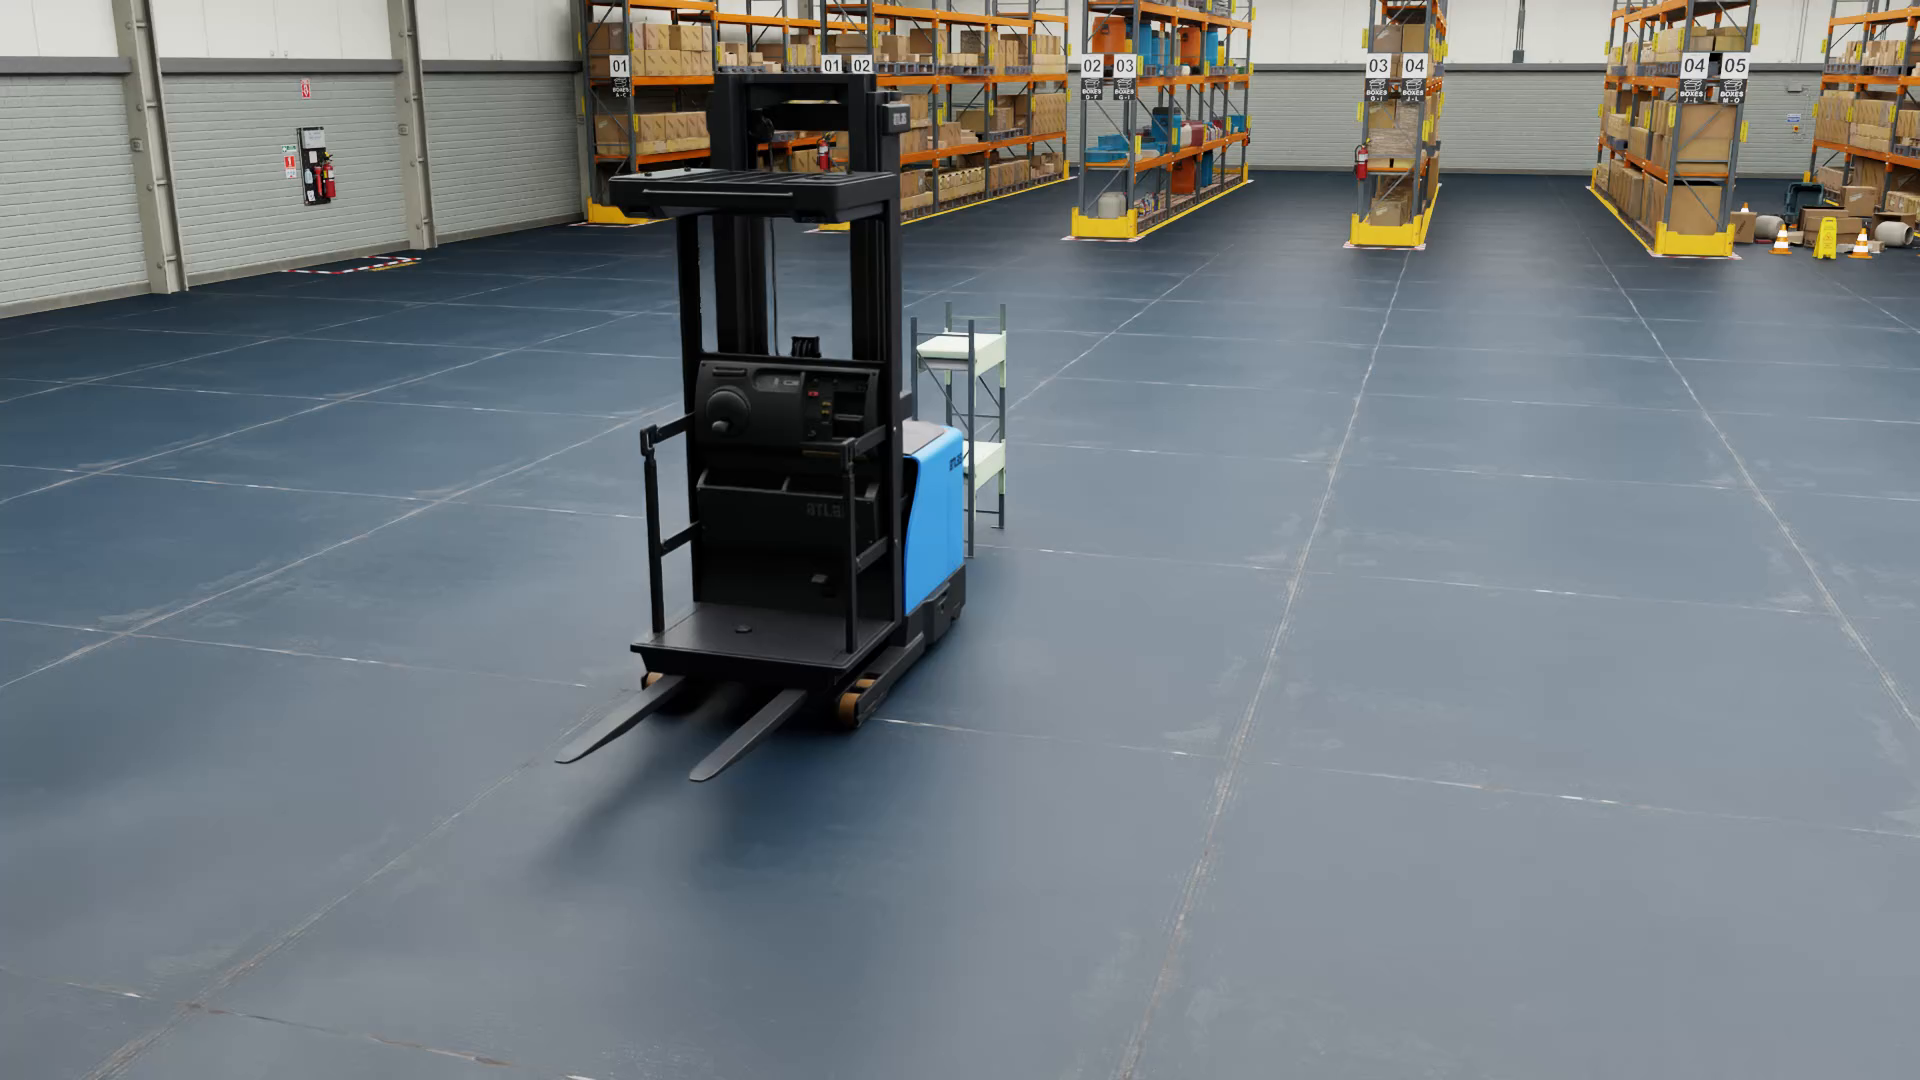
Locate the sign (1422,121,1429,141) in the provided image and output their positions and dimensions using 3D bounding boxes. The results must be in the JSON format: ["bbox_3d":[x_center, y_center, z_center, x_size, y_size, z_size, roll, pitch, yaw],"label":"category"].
[{"bbox_3d":[7.927,-6.974,28.333,0.100,0.325,0.005,5,16,16],"label":"sign"}]

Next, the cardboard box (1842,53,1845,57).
[{"bbox_3d":[21.414,-11.513,39.748,0.500,0.250,0.500,3,16,11],"label":"cardboard box"}]

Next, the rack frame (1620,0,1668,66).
[{"bbox_3d":[15.544,-12.214,37.400,1.000,3.000,0.127,5,16,16],"label":"rack frame"}]

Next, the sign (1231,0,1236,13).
[{"bbox_3d":[6.595,-12.865,40.079,0.100,0.325,0.005,5,16,16],"label":"sign"}]

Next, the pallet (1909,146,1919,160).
[{"bbox_3d":[18.658,-7.310,31.458,1.003,0.211,1.213,5,16,16],"label":"pallet"}]

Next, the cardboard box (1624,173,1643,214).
[{"bbox_3d":[13.638,-6.776,32.575,1.050,0.750,0.750,5,16,16],"label":"cardboard box"}]

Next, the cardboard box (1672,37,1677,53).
[{"bbox_3d":[12.148,-8.233,27.638,0.500,0.250,0.500,5,16,16],"label":"cardboard box"}]

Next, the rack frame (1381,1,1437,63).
[{"bbox_3d":[8.544,-10.532,31.470,1.000,3.000,0.127,5,16,16],"label":"rack frame"}]

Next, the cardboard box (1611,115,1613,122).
[{"bbox_3d":[14.769,-9.422,37.152,0.380,0.149,0.250,4,16,15],"label":"cardboard box"}]

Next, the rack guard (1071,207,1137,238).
[{"bbox_3d":[2.635,-5.804,30.377,1.175,0.500,0.348,5,16,16],"label":"rack guard"}]

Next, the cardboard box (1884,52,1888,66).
[{"bbox_3d":[19.238,-9.892,34.186,0.405,0.266,0.271,5,17,16],"label":"cardboard box"}]

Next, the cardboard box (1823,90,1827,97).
[{"bbox_3d":[21.089,-10.787,40.157,0.380,0.149,0.250,5,17,17],"label":"cardboard box"}]

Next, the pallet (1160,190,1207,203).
[{"bbox_3d":[5.116,-7.944,38.451,1.003,0.211,1.213,5,16,16],"label":"pallet"}]

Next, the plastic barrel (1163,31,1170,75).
[{"bbox_3d":[4.103,-10.206,34.900,0.600,0.901,0.708,5,16,16],"label":"plastic barrel"}]

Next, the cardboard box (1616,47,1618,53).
[{"bbox_3d":[15.713,-11.574,39.270,0.380,0.149,0.250,5,16,15],"label":"cardboard box"}]

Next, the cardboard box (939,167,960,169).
[{"bbox_3d":[-0.247,-8.496,38.528,0.500,0.311,0.500,5,17,18],"label":"cardboard box"}]

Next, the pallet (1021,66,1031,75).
[{"bbox_3d":[1.068,-11.695,41.413,1.213,0.211,1.003,5,16,16],"label":"pallet"}]

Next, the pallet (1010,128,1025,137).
[{"bbox_3d":[0.989,-10.215,41.698,1.003,0.211,1.213,5,16,16],"label":"pallet"}]

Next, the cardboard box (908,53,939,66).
[{"bbox_3d":[-0.769,-10.148,35.120,0.500,0.250,0.500,6,17,22],"label":"cardboard box"}]

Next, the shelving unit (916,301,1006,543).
[{"bbox_3d":[-0.001,-0.721,10.622,0.431,1.500,0.748,5,16,16],"label":"shelving unit"}]

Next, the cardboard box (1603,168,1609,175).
[{"bbox_3d":[16.200,-10.193,40.246,1.126,2.542,2.001,4,16,13],"label":"cardboard box"}]

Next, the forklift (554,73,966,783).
[{"bbox_3d":[-0.894,-0.656,7.770,1.130,2.935,3.031,5,17,17],"label":"forklift"}]

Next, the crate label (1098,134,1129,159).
[{"bbox_3d":[2.922,-7.503,31.720,0.502,0.435,0.616,5,16,16],"label":"crate label"}]

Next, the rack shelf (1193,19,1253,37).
[{"bbox_3d":[12.057,-10.943,34.607,15.940,0.569,16.000,5,16,16],"label":"rack shelf"}]

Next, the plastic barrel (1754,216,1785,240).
[{"bbox_3d":[14.419,-5.580,29.725,0.421,0.421,0.512,-10,19,-32],"label":"plastic barrel"}]

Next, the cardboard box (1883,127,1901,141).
[{"bbox_3d":[19.076,-8.239,33.737,0.500,0.250,0.500,5,16,16],"label":"cardboard box"}]

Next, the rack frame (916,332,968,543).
[{"bbox_3d":[-0.105,-0.624,10.281,0.380,1.308,0.010,5,16,16],"label":"rack frame"}]

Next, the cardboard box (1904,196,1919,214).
[{"bbox_3d":[18.589,-6.323,31.671,0.950,0.372,0.625,5,17,18],"label":"cardboard box"}]

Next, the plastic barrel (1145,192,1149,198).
[{"bbox_3d":[3.750,-6.788,33.311,0.144,0.351,0.185,5,16,16],"label":"plastic barrel"}]

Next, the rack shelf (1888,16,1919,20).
[{"bbox_3d":[19.750,-10.864,34.428,0.831,0.071,3.687,5,16,16],"label":"rack shelf"}]

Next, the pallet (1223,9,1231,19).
[{"bbox_3d":[5.863,-12.507,39.512,1.003,0.211,1.213,5,16,16],"label":"pallet"}]

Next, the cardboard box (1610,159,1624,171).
[{"bbox_3d":[15.081,-8.515,37.790,0.500,0.250,0.500,4,16,13],"label":"cardboard box"}]

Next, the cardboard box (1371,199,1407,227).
[{"bbox_3d":[7.600,-5.761,29.454,0.500,0.500,0.500,8,18,26],"label":"cardboard box"}]

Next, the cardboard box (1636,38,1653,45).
[{"bbox_3d":[14.404,-10.402,34.923,0.396,0.266,0.258,5,16,16],"label":"cardboard box"}]

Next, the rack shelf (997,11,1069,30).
[{"bbox_3d":[1.889,-13.570,43.504,1.077,0.370,4.000,5,16,16],"label":"rack shelf"}]

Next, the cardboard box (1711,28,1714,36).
[{"bbox_3d":[12.968,-8.606,28.224,0.380,0.149,0.250,5,17,17],"label":"cardboard box"}]

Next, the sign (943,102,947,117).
[{"bbox_3d":[-0.339,-10.020,38.682,0.100,0.325,0.005,5,16,16],"label":"sign"}]

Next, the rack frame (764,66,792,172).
[{"bbox_3d":[-4.567,-9.845,40.041,1.000,3.000,0.127,5,16,16],"label":"rack frame"}]

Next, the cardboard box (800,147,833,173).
[{"bbox_3d":[-3.740,-9.646,42.511,0.750,0.750,0.750,5,17,18],"label":"cardboard box"}]

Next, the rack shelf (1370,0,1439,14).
[{"bbox_3d":[7.975,-9.661,29.724,1.077,0.370,4.000,5,16,16],"label":"rack shelf"}]

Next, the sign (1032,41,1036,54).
[{"bbox_3d":[1.853,-12.347,41.697,0.100,0.325,0.005,5,16,16],"label":"sign"}]

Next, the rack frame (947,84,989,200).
[{"bbox_3d":[0.184,-9.461,38.690,1.000,3.000,0.127,5,16,16],"label":"rack frame"}]

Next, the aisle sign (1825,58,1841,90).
[{"bbox_3d":[21.198,-11.309,40.439,0.394,0.787,0.004,5,16,16],"label":"aisle sign"}]

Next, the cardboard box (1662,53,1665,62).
[{"bbox_3d":[12.554,-8.472,29.211,0.380,0.149,0.250,4,16,15],"label":"cardboard box"}]

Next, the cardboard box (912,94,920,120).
[{"bbox_3d":[-1.216,-8.838,33.932,0.700,0.500,0.500,5,16,16],"label":"cardboard box"}]

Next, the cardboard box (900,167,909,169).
[{"bbox_3d":[-1.385,-7.558,34.874,0.500,0.500,0.500,5,16,16],"label":"cardboard box"}]
